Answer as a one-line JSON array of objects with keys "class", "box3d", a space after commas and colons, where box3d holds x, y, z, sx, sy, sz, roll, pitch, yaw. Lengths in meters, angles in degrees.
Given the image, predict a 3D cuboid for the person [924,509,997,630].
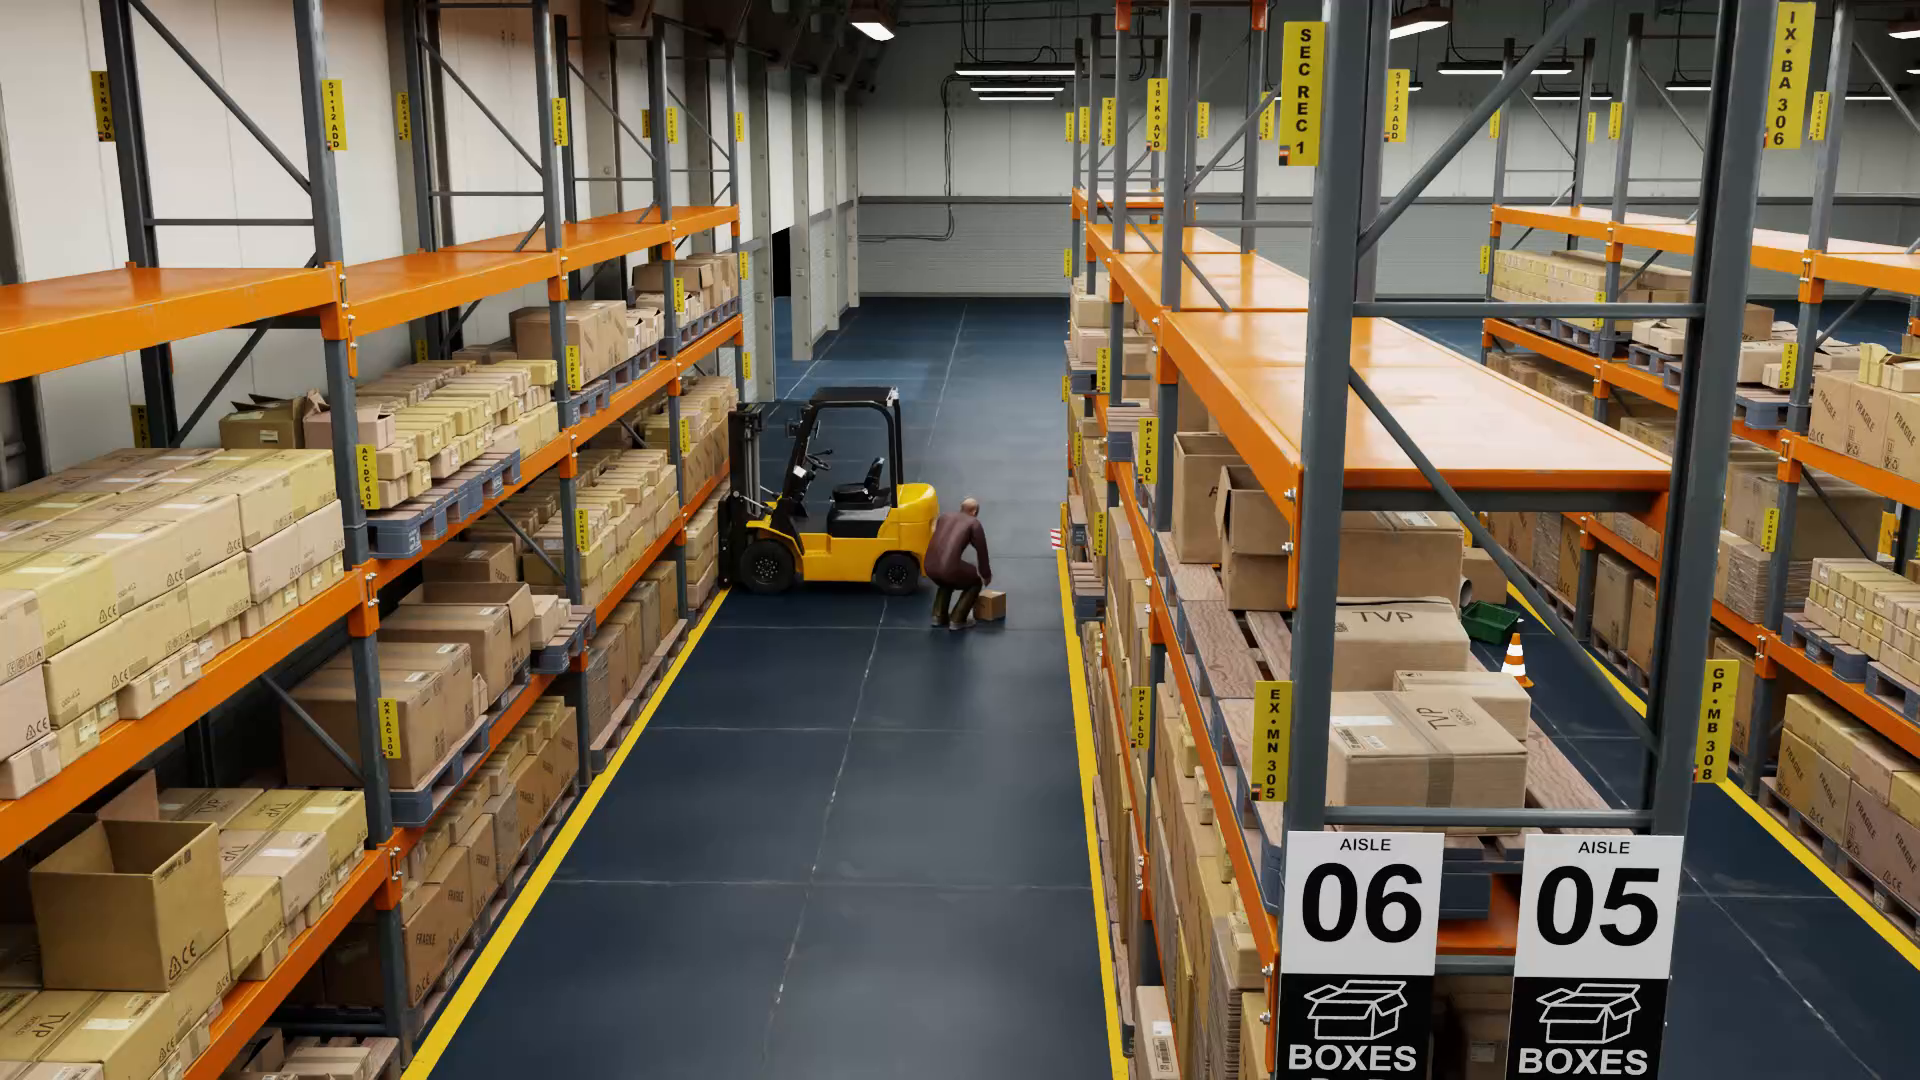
[{"class": "person", "box3d": [-0.042, 0.299, 17.123, 0.616, 1.152, 0.840, 11, 17, 38]}]
